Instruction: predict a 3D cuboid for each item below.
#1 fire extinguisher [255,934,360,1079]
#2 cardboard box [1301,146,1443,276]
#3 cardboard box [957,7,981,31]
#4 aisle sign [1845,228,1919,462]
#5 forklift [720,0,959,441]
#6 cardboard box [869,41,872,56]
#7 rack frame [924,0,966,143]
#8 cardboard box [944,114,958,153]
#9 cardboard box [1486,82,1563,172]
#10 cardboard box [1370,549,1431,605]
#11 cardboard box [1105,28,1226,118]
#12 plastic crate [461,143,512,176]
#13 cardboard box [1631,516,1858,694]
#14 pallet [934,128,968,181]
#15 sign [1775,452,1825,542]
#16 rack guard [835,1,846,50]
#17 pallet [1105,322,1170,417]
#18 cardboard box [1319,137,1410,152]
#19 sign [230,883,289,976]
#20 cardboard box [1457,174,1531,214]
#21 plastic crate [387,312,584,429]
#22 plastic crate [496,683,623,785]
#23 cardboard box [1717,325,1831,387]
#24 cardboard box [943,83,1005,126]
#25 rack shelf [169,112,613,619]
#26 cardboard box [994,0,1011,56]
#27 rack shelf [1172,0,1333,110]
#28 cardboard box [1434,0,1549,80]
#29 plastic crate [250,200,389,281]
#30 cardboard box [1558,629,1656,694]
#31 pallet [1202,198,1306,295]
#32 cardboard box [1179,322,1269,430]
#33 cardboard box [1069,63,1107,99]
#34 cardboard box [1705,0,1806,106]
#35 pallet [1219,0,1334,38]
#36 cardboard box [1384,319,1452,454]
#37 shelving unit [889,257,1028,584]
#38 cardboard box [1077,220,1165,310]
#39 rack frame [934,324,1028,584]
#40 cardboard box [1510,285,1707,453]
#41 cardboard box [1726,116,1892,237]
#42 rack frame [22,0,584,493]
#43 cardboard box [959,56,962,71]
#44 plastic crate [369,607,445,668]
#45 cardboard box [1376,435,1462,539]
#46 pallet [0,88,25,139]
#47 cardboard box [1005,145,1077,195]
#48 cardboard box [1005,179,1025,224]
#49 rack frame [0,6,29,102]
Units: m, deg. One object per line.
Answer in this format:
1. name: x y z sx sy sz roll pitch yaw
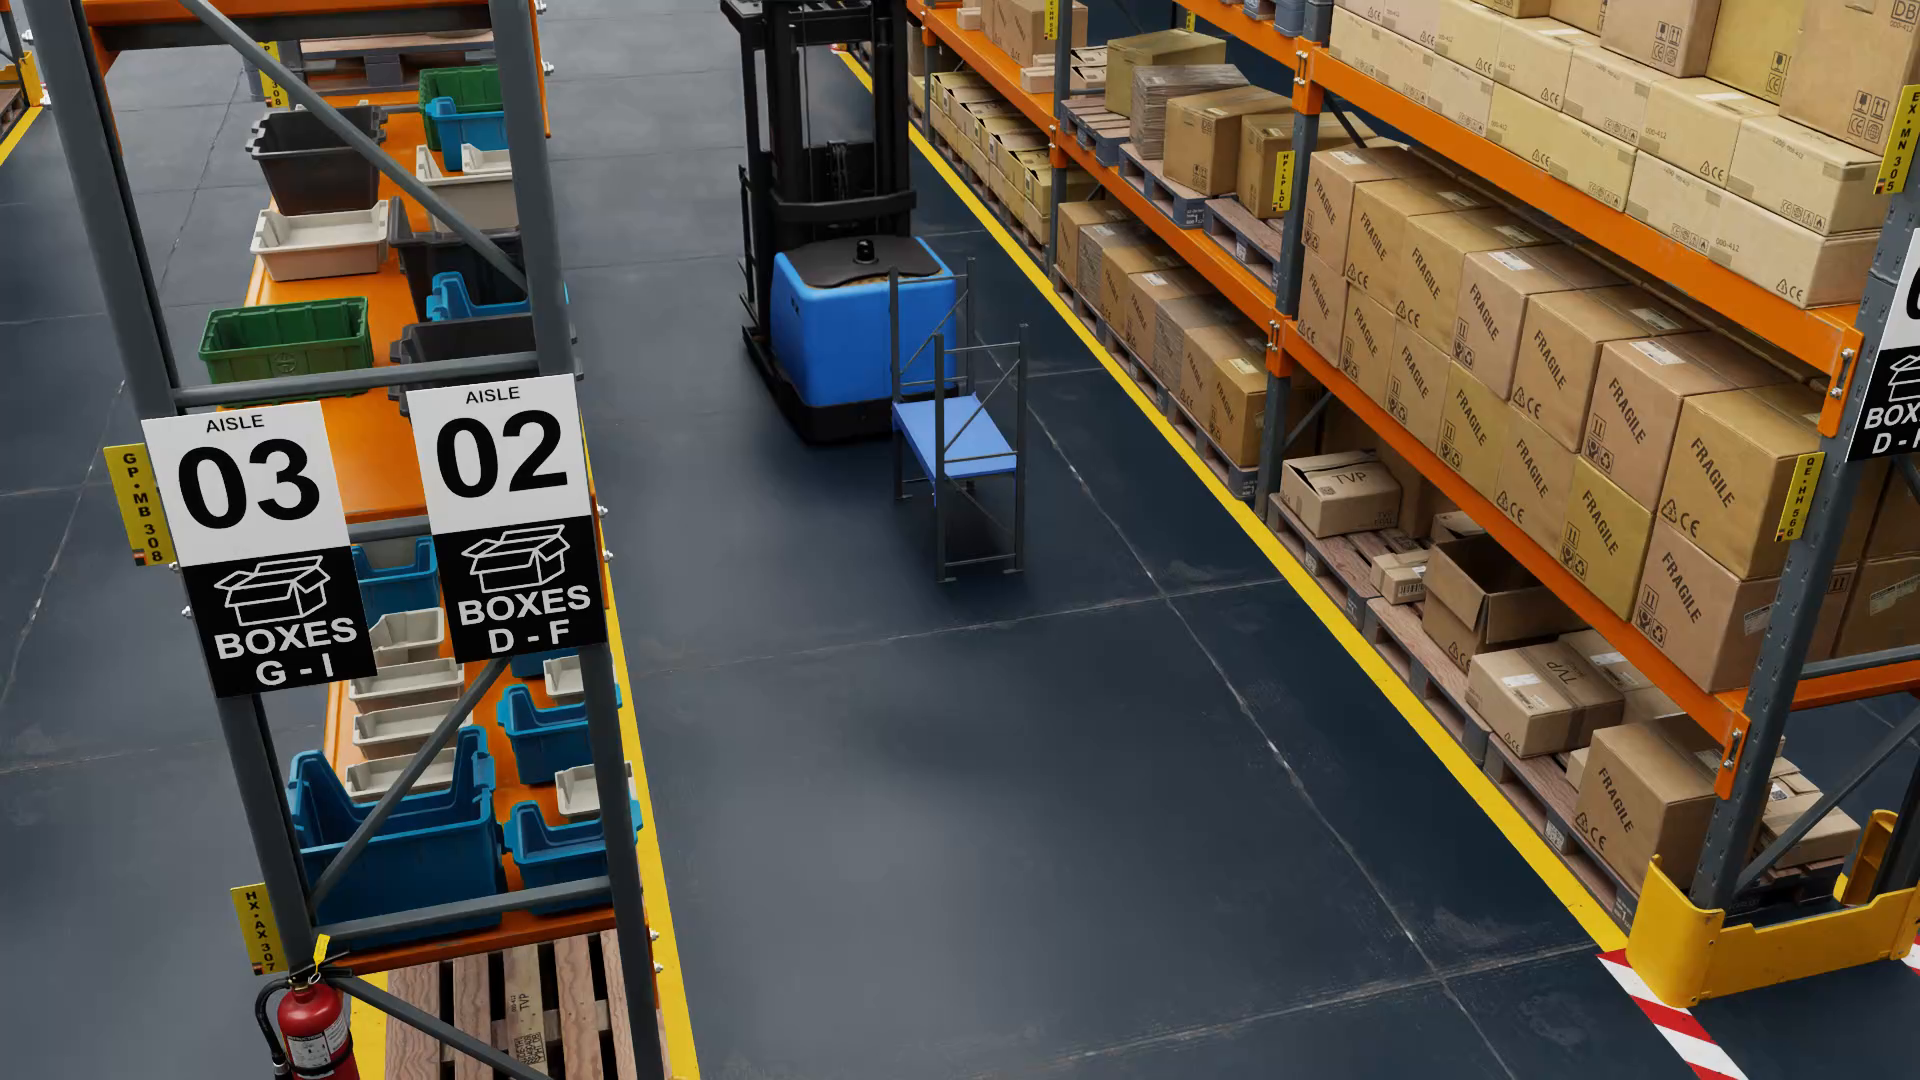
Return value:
1. fire extinguisher: -1.842 1.418 4.756 0.296 0.674 0.183 -8 31 -13
2. cardboard box: 2.125 -1.710 8.612 0.500 0.500 0.500 -7 31 -12
3. cardboard box: 0.185 -4.799 15.298 0.380 0.149 0.250 -8 31 -13
4. aisle sign: 3.055 -0.619 5.229 0.394 0.787 0.004 -8 31 -13
5. forklift: -0.953 -2.633 11.373 1.130 2.935 3.031 -9 31 -16
6. cardboard box: -0.718 -5.516 18.610 0.500 0.250 0.500 -8 31 -13
7. rack frame: 0.147 -5.363 16.021 1.000 3.000 0.127 -8 31 -13
8. cardboard box: 0.150 -3.880 15.785 0.500 0.250 0.500 -7 31 -12
9. cardboard box: 2.557 -1.740 6.917 0.500 0.250 0.500 -8 31 -13
10. cardboard box: 2.413 0.185 8.826 0.380 0.166 0.250 -8 31 -13
11. cardboard box: 1.485 -3.367 12.054 0.700 0.500 0.500 -19 35 -30
12. plastic crate: -1.801 -1.463 6.552 0.293 0.136 0.466 -8 31 -13
13. cardboard box: 2.951 0.209 6.294 0.500 0.500 0.500 -7 31 -12
14. pallet: 0.381 -3.806 16.114 1.003 0.211 1.213 -8 31 -13
15. sign: 2.792 -0.141 5.528 0.100 0.325 0.005 -8 31 -13
16. rack guard: -0.921 -6.225 20.005 1.175 0.500 0.348 -8 31 -13
17. pallet: 1.691 -1.270 11.734 1.003 0.211 1.213 -8 31 -13
18. cardboard box: 2.361 -1.983 9.662 0.700 0.500 0.500 -19 35 -30
19. sign: -1.970 1.100 4.693 0.100 0.325 0.005 -8 31 -13
20. cardboard box: 2.793 -1.518 8.281 0.500 0.500 0.500 -8 31 -14
21. plastic crate: -1.278 -0.375 4.540 0.497 0.269 0.590 -8 31 -13
22. plastic crate: -1.367 0.655 5.731 0.416 0.233 0.300 -8 31 -13
23. cardboard box: 3.323 -0.544 6.598 0.500 0.500 0.500 -8 31 -13
24. cardboard box: 0.145 -4.122 15.643 0.500 0.311 0.500 -8 31 -14
25. rack shelf: -1.975 -0.863 5.971 1.077 0.370 4.000 -8 31 -13
26. cardboard box: 0.608 -4.537 14.494 0.500 0.500 0.500 -8 31 -13
27. rack shelf: 1.740 -3.452 10.443 1.077 0.370 4.000 -8 31 -13
28. cardboard box: 2.416 -2.197 7.207 0.500 0.250 0.500 -8 31 -13
29. plastic crate: -2.232 -1.060 5.855 0.437 0.136 0.530 -8 31 -13
30. cardboard box: 3.196 0.649 7.940 0.500 0.250 0.500 -8 31 -13
31. pallet: 2.164 -1.817 10.086 1.003 0.211 1.213 -8 31 -13
32. cardboard box: 1.740 -1.048 10.622 0.500 0.500 0.500 -8 31 -13
33. cardboard box: 1.155 -3.574 13.019 0.500 0.311 0.500 -6 31 -10
34. cardboard box: 3.129 -1.840 5.843 0.700 0.500 0.500 -8 31 -13
35. pallet: 2.165 -3.040 9.202 1.213 0.211 1.003 -8 31 -13
36. cardboard box: 2.413 -0.771 7.988 0.500 0.500 0.500 -8 31 -14
37. shelving unit: -0.023 -0.690 9.445 0.538 1.500 1.048 -8 31 -13
38. cardboard box: 1.199 -2.030 12.318 0.500 0.500 0.500 -9 31 -15
39. rack frame: 0.112 -0.445 9.021 0.500 1.500 0.032 -8 31 -13
40. cardboard box: 2.672 -0.715 6.894 0.500 0.500 0.500 -7 31 -12
41. cardboard box: 2.950 -1.231 5.539 0.500 0.250 0.500 -8 31 -13
42. rack frame: -1.444 -1.507 3.370 1.000 3.000 0.127 -8 31 -13
43. cardboard box: 0.186 -5.185 17.291 0.500 0.500 0.500 -8 31 -13
44. plastic crate: -2.092 0.394 6.278 0.298 0.136 0.250 -8 31 -13
45. cardboard box: 2.696 -0.370 9.451 0.500 0.500 0.500 -8 31 -13
46. pallet: -10.265 -4.339 17.036 1.003 0.211 1.213 -8 31 -13
47. cardboard box: 0.688 -3.136 13.939 0.500 0.311 0.500 -8 31 -14
48. cardboard box: 0.694 -2.893 14.079 0.500 0.250 0.500 -8 31 -14
49. rack frame: -10.466 -5.980 17.086 1.000 3.000 0.127 -8 31 -13
